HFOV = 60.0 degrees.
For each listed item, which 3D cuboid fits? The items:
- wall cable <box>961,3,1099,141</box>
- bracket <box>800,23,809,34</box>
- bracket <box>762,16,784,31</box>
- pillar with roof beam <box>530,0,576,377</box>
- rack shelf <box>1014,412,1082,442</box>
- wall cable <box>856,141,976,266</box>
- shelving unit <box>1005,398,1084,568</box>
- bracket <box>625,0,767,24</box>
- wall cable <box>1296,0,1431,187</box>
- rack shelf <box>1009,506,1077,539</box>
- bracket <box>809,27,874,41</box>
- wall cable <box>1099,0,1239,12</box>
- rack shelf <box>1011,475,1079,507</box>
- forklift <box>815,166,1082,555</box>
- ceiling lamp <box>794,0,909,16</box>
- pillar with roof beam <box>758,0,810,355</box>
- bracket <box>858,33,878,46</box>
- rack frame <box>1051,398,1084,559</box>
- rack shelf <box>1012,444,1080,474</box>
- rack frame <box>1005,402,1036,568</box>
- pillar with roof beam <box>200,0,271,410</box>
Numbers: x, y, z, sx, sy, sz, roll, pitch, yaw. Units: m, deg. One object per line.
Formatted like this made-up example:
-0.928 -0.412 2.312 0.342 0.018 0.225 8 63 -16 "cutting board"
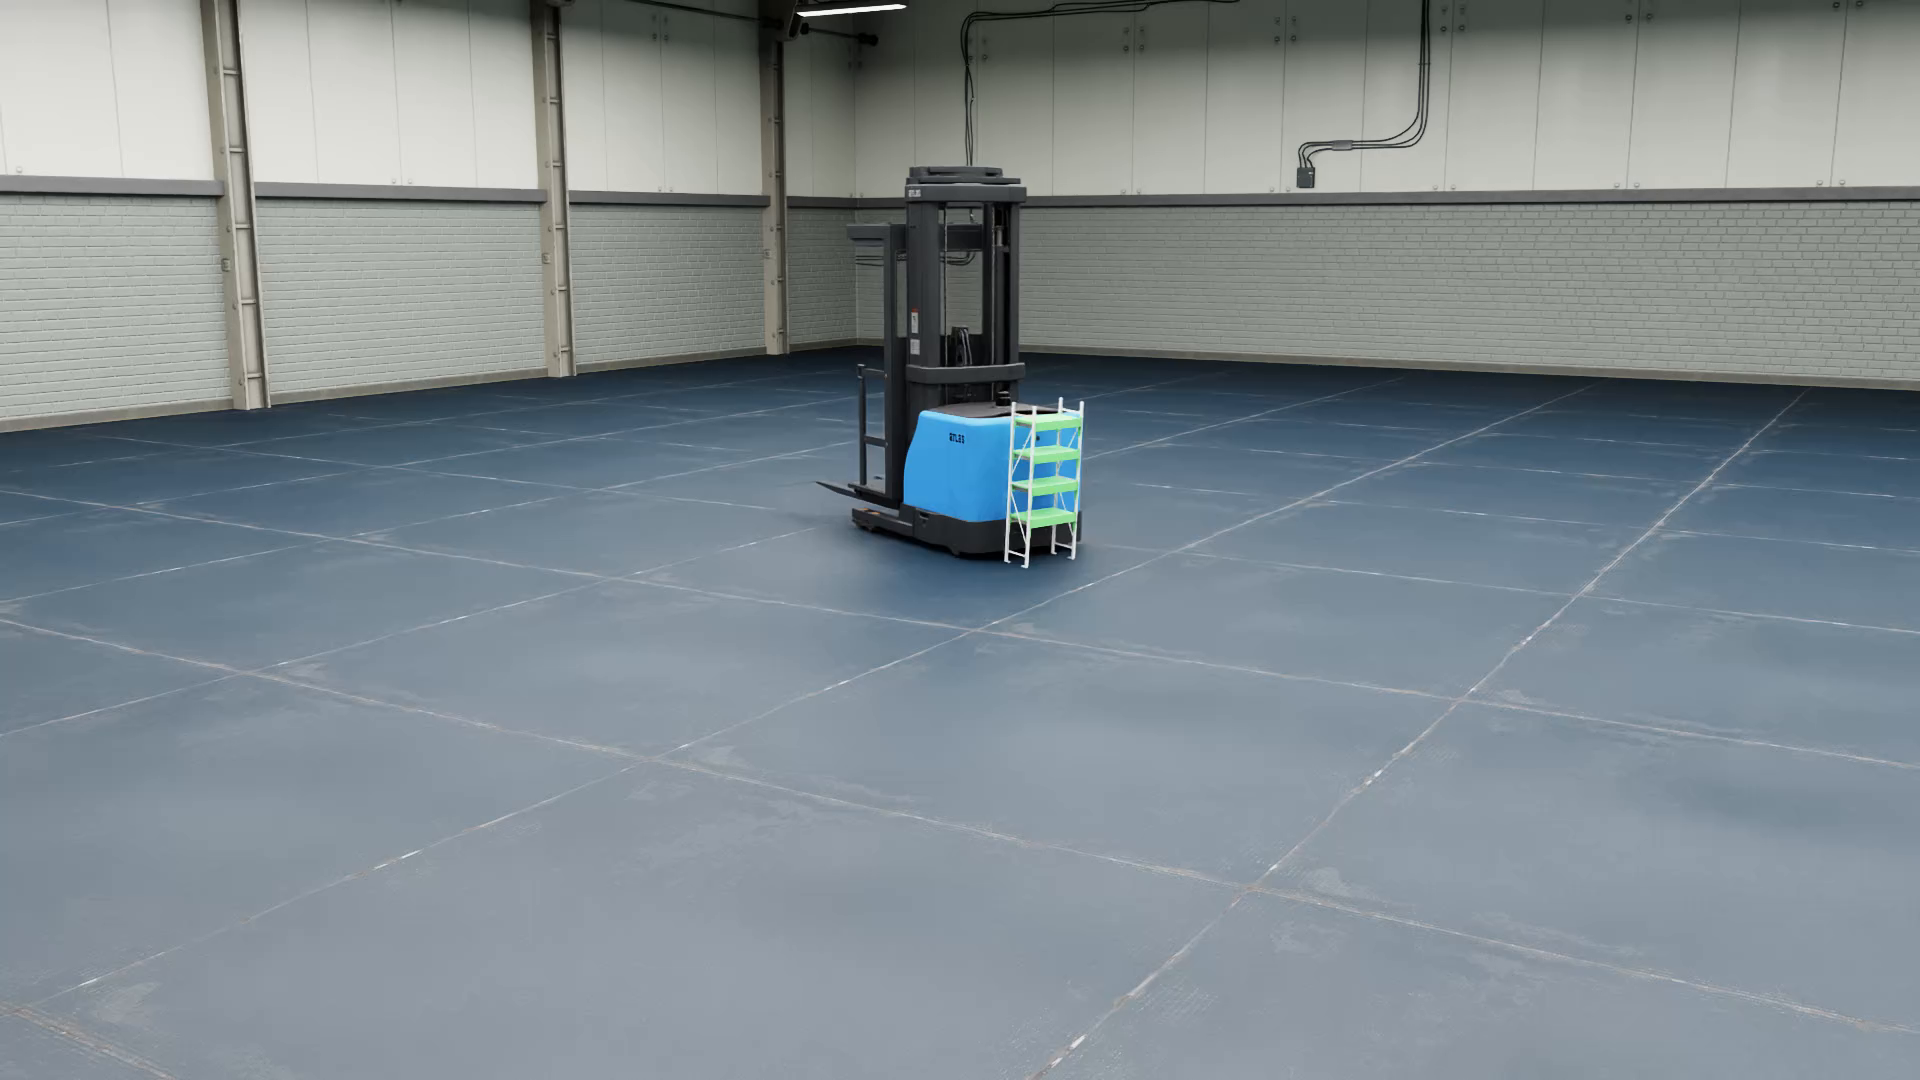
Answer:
1.319 -9.188 32.704 3.097 2.526 0.112 6 12 31 "wall cable"
-3.134 -9.954 32.300 0.235 0.232 0.430 6 12 31 "bracket"
-3.564 -9.823 31.603 0.235 0.232 0.430 6 12 31 "bracket"
-3.088 -6.798 25.226 9.100 9.000 0.548 6 12 31 "pillar with roof beam"
0.641 -0.836 12.274 0.480 0.148 0.258 -9 18 -41 "rack shelf"
-0.993 -6.964 34.549 3.097 2.526 0.112 6 12 31 "wall cable"
0.624 -0.431 12.369 0.503 1.200 0.258 -9 18 -41 "shelving unit"
-4.902 -9.418 29.438 0.076 0.066 4.783 6 12 31 "bracket"
7.113 -9.252 29.093 2.305 6.003 0.169 6 12 31 "wall cable"
0.613 -0.135 12.438 0.480 0.148 0.258 -9 18 -41 "rack shelf"
-2.210 -10.233 33.795 0.076 0.066 3.189 6 12 31 "bracket"
3.964 -11.128 30.706 3.097 2.526 0.112 6 12 31 "wall cable"
0.622 -0.369 12.384 0.480 0.148 0.258 -9 18 -41 "rack shelf"
-0.245 -1.550 13.685 1.130 2.935 3.031 -6 12 -30 "forklift"
-1.599 -9.961 26.257 2.000 3.185 0.800 6 12 31 "ceiling lamp"
0.027 -7.742 30.267 9.100 9.000 0.548 6 12 31 "pillar with roof beam"
-1.903 -10.326 34.291 0.235 0.232 0.430 6 12 31 "bracket"
0.807 -0.461 12.528 0.015 1.200 0.240 -9 18 -41 "rack frame"
0.631 -0.602 12.329 0.480 0.148 0.258 -9 18 -41 "rack shelf"
0.442 -0.401 12.210 0.015 1.200 0.240 -9 18 -41 "rack frame"
-6.203 -5.854 20.186 9.100 9.000 0.400 6 12 31 "pillar with roof beam"
